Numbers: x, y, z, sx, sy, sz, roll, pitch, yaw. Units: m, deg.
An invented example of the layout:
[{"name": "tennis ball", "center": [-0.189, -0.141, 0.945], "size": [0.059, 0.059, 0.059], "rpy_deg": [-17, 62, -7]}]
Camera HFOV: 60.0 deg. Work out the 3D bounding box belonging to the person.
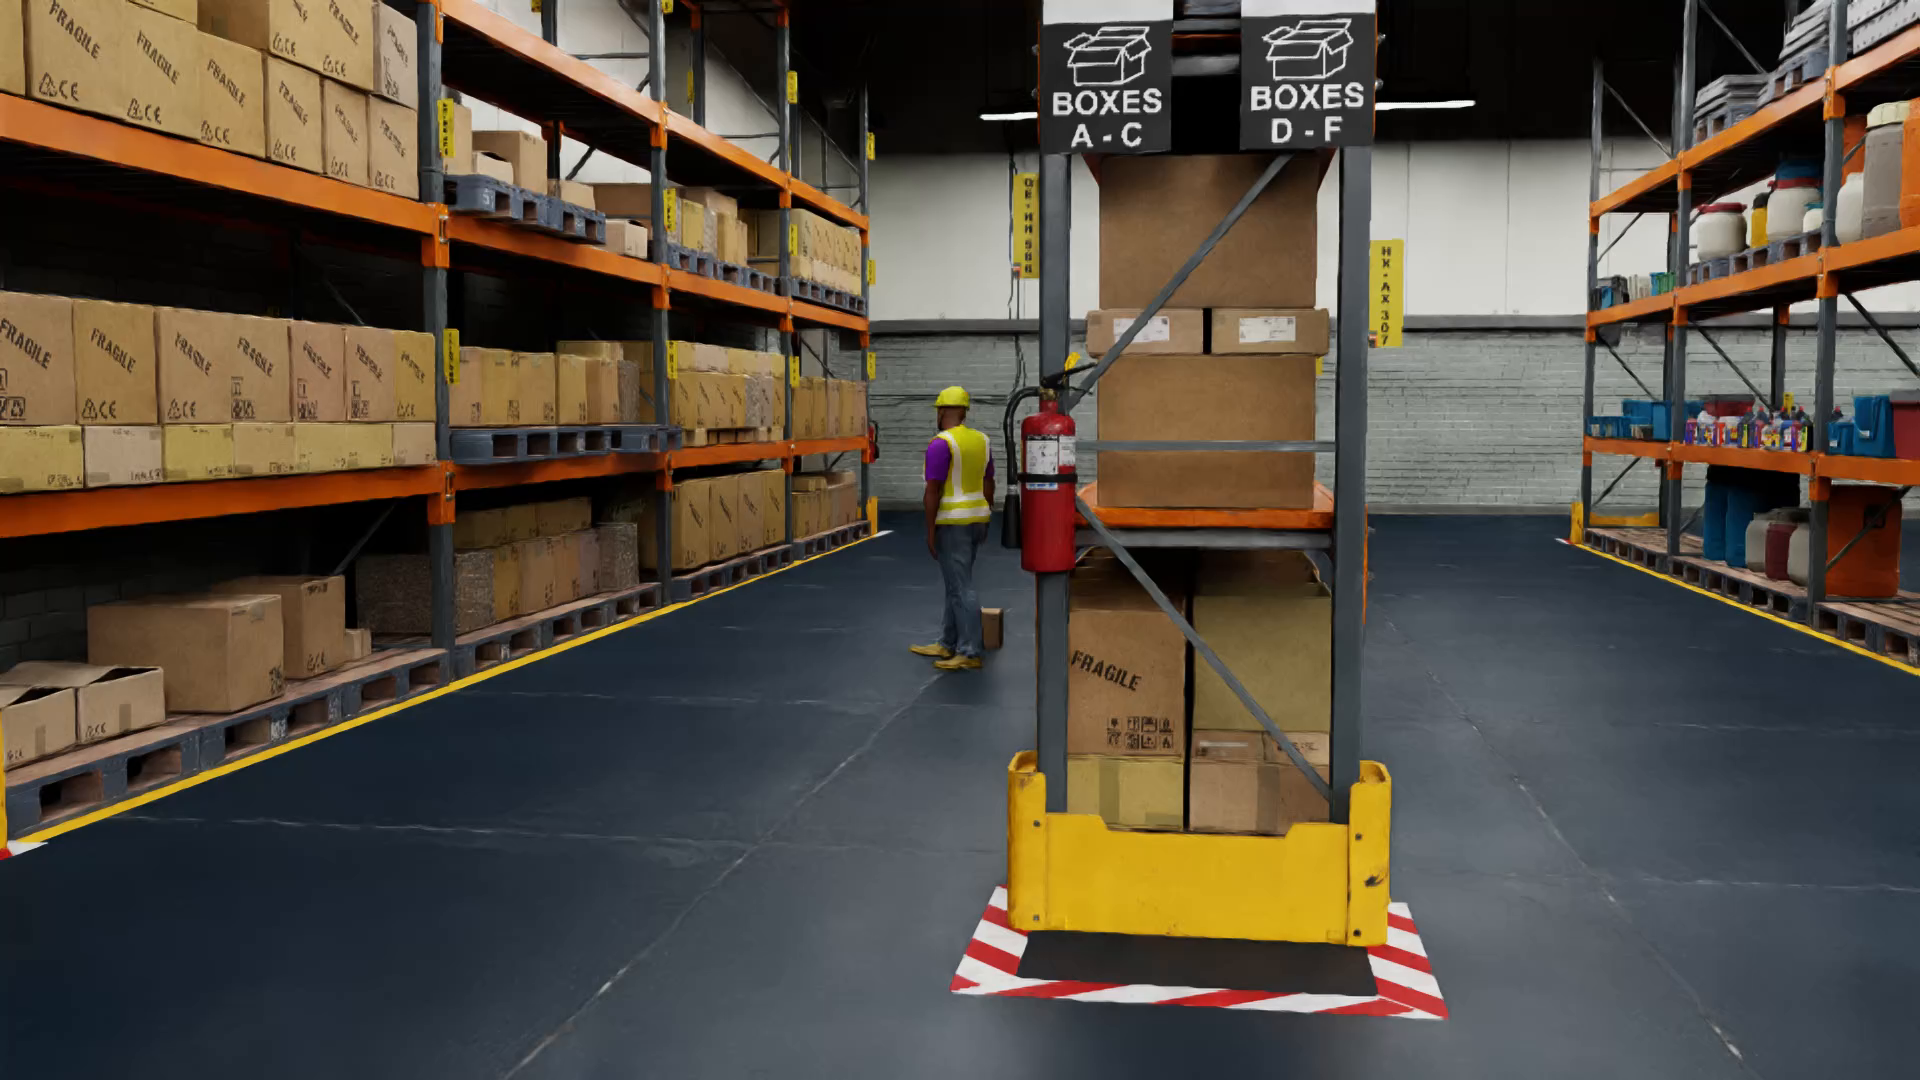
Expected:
[{"name": "person", "center": [-0.050, -0.089, 10.534], "size": [0.622, 1.765, 0.717], "rpy_deg": [3, 5, 32]}]
